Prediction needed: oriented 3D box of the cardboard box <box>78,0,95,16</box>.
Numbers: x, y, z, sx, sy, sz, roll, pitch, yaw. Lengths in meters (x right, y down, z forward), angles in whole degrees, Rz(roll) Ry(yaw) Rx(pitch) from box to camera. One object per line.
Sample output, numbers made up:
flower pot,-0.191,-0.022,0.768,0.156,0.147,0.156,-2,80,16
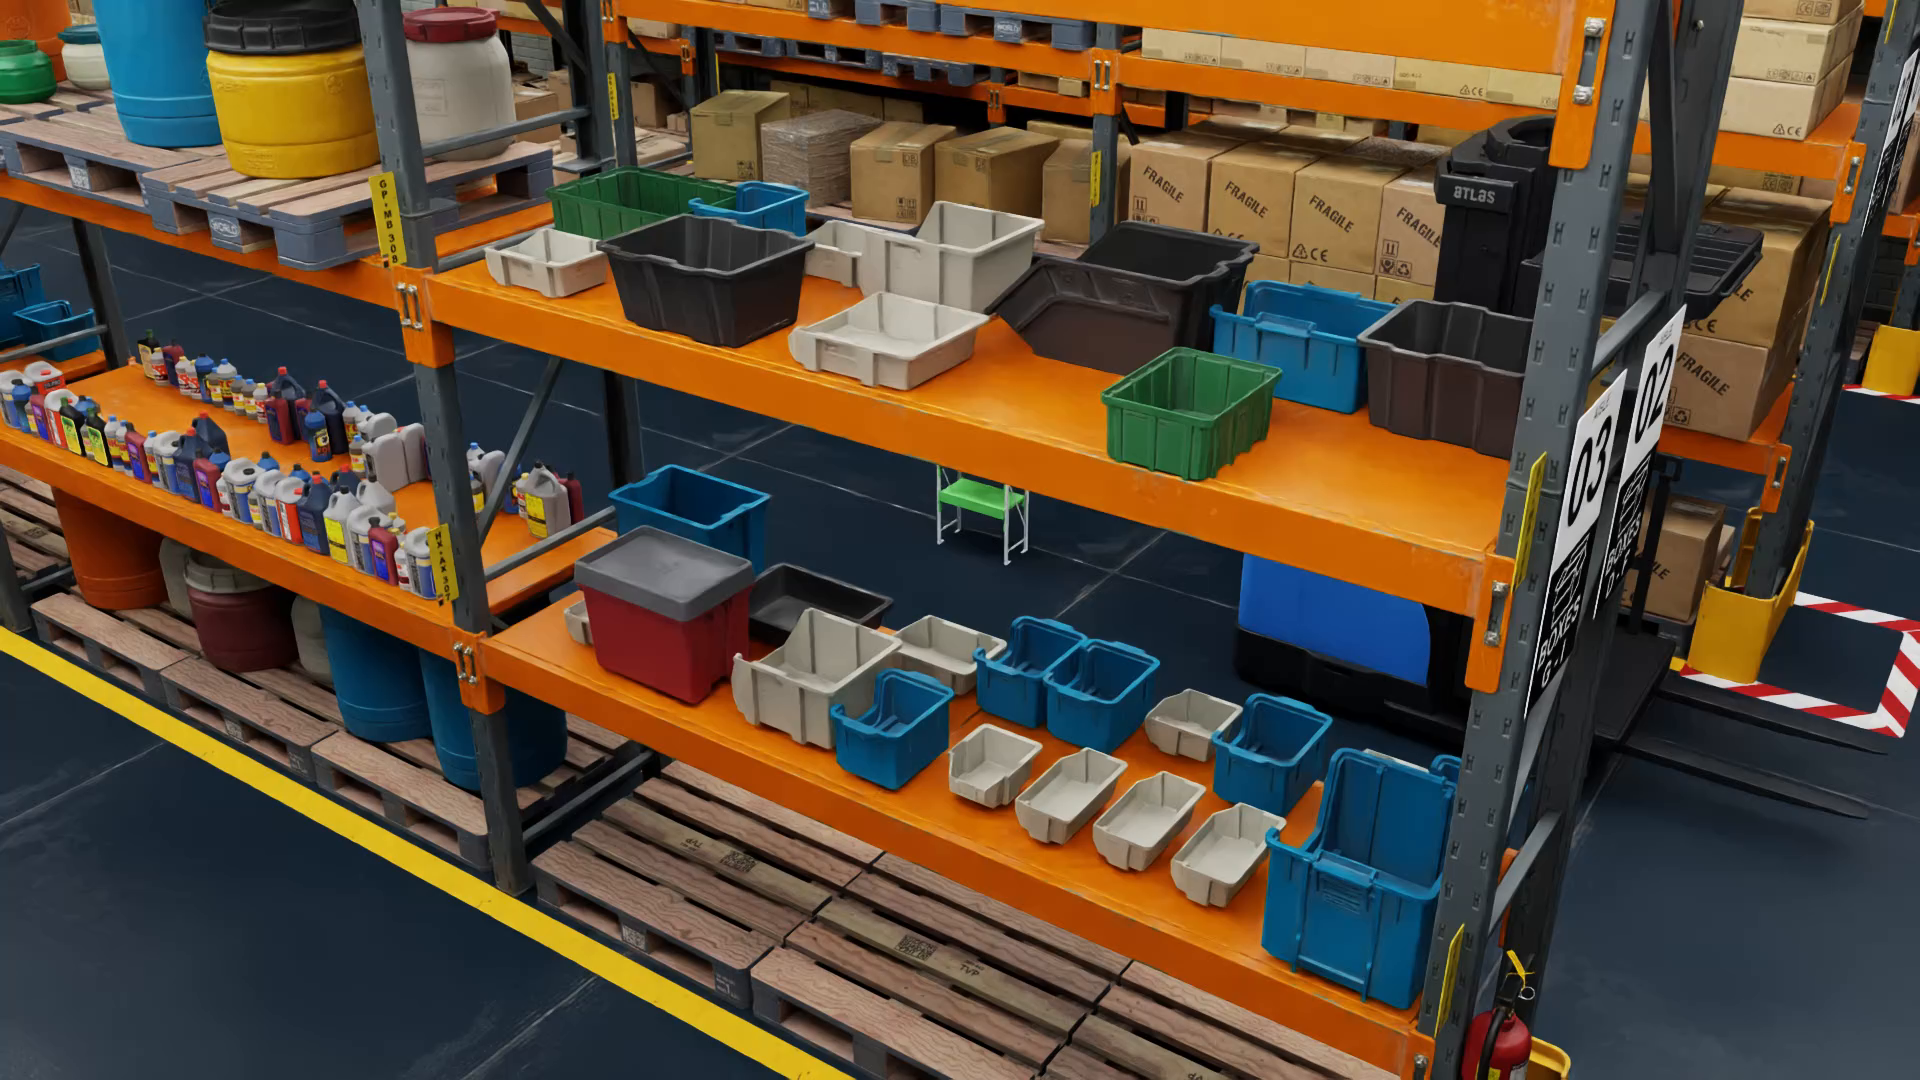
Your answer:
cardboard box,-7.917,-5.269,15.755,0.500,0.500,0.700,16,31,29

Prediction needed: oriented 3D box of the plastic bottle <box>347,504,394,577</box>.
plastic bottle,-2.500,-0.004,7.087,0.135,0.276,0.152,17,32,30

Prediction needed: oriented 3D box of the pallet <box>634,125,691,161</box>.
pallet,-3.250,-4.659,19.173,1.213,0.211,1.003,17,32,30

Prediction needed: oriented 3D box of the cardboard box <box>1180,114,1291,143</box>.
cardboard box,1.680,-2.293,10.235,0.500,0.500,0.500,17,32,31

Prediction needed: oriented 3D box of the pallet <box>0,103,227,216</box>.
pallet,-3.329,-1.692,7.169,1.213,0.211,1.003,17,32,30

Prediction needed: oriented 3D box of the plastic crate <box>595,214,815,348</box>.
plastic crate,-0.822,-0.842,5.434,0.590,0.269,0.497,17,32,30

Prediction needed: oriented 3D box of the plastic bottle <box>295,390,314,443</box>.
plastic bottle,-3.243,-0.618,8.285,0.133,0.283,0.061,17,32,30

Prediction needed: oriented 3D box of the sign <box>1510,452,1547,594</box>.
sign,1.308,-0.038,3.826,0.005,0.325,0.100,17,32,30

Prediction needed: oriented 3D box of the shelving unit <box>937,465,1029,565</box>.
shelving unit,0.136,-0.492,9.894,0.503,1.200,0.258,17,32,30

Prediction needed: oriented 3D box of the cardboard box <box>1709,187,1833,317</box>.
cardboard box,4.197,-1.511,8.700,0.500,0.500,0.500,18,32,32

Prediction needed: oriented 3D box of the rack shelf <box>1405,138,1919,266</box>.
rack shelf,5.567,-2.854,13.345,4.000,0.370,1.077,17,32,30

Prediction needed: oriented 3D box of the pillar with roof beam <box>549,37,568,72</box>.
pillar with roof beam,-7.344,-7.978,16.005,0.400,9.000,9.100,17,32,30

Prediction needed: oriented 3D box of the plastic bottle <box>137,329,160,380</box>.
plastic bottle,-4.413,-1.016,9.067,0.133,0.283,0.061,17,32,30

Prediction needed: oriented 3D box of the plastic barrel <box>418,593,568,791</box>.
plastic barrel,-2.130,0.617,7.581,0.708,0.901,0.600,17,32,30

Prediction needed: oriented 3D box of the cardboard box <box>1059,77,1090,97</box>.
cardboard box,1.135,-4.274,15.596,0.250,0.149,0.380,18,32,32

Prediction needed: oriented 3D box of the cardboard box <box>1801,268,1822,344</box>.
cardboard box,6.582,-1.877,12.924,0.500,0.500,0.700,17,32,30

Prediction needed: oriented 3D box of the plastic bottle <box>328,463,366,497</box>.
plastic bottle,-2.705,-0.178,7.347,0.185,0.351,0.144,17,32,30

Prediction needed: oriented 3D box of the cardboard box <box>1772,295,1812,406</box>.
cardboard box,4.197,-1.066,8.926,0.500,0.500,0.500,18,32,31

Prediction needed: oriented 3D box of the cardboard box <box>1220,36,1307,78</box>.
cardboard box,1.787,-2.758,9.221,0.500,0.250,0.500,17,32,30

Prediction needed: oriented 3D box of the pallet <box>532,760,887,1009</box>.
pallet,-1.063,1.432,7.203,1.213,0.211,1.003,17,32,30

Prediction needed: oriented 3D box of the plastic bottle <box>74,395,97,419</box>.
plastic bottle,-4.319,-0.587,8.237,0.097,0.271,0.097,0,27,0

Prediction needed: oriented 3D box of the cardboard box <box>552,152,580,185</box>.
cardboard box,-3.078,-2.878,12.876,0.250,0.149,0.380,17,32,30

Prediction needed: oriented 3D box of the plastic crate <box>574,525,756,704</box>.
plastic crate,-1.097,0.283,6.250,0.583,0.464,0.402,17,32,30

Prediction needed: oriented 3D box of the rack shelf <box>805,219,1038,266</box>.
rack shelf,-0.532,-2.029,11.722,4.000,0.370,1.077,17,32,30

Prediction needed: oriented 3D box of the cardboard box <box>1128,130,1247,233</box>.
cardboard box,1.346,-2.100,9.856,0.500,0.500,0.500,18,32,32

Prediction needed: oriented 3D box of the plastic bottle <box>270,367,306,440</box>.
plastic bottle,-3.364,-0.696,8.364,0.185,0.351,0.144,17,32,30

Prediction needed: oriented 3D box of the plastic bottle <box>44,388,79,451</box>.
plastic bottle,-4.433,-0.606,8.270,0.135,0.276,0.152,17,32,30

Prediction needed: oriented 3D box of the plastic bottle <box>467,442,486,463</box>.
plastic bottle,-2.239,-0.323,7.719,0.097,0.271,0.097,0,27,0

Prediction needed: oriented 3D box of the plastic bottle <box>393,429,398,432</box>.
plastic bottle,-2.700,-0.435,8.017,0.097,0.201,0.097,0,27,0

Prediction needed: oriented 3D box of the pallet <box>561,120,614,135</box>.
pallet,-4.260,-4.972,19.788,1.213,0.211,1.003,17,32,30

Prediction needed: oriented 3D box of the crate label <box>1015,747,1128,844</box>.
crate label,0.357,0.849,5.499,0.243,0.136,0.396,17,32,30

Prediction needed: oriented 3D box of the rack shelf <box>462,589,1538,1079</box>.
rack shelf,-0.043,0.849,6.067,4.000,0.370,1.077,17,32,30

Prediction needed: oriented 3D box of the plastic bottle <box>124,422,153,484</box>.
plastic bottle,-3.888,-0.414,7.885,0.133,0.283,0.061,17,32,30

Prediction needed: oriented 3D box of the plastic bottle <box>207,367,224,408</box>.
plastic bottle,-3.898,-0.808,8.750,0.097,0.201,0.097,0,27,0

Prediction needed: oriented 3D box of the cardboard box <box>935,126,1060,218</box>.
cardboard box,0.250,-2.426,11.136,0.500,0.500,0.700,23,35,38

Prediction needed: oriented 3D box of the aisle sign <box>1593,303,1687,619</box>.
aisle sign,1.834,-0.209,4.487,0.004,0.787,0.394,17,32,30

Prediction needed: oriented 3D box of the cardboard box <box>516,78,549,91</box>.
cardboard box,-4.984,-5.410,20.053,0.500,0.311,0.500,20,33,34

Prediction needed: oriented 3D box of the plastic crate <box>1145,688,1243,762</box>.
plastic crate,0.812,0.659,5.872,0.298,0.136,0.250,17,32,30

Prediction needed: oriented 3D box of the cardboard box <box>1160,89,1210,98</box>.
cardboard box,2.145,-4.285,14.902,0.500,0.500,0.500,18,32,32

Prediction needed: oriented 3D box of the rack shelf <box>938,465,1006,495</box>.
rack shelf,0.136,-0.435,9.923,0.480,0.148,0.258,17,32,30

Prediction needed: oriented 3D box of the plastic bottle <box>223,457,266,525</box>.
plastic bottle,-3.218,-0.227,7.526,0.135,0.276,0.152,17,32,30

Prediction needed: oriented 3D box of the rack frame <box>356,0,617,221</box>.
rack frame,-1.691,-2.658,5.552,0.127,3.000,1.000,17,32,30

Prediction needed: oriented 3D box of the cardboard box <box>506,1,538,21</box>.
cardboard box,-4.898,-6.207,19.283,0.500,0.250,0.500,17,31,30

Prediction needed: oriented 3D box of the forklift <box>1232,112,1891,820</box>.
forklift,2.946,-0.390,7.784,3.031,2.935,1.130,17,32,30

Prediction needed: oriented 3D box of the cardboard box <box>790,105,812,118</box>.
cardboard box,-1.606,-4.528,18.112,0.500,0.500,0.700,17,31,29

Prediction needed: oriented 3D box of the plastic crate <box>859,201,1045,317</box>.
plastic crate,-0.046,-0.926,5.586,0.530,0.282,0.437,17,32,30

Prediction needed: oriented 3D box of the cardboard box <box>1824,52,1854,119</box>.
cardboard box,4.134,-2.305,8.331,0.500,0.250,0.500,17,32,30

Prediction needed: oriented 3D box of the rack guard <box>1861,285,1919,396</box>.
rack guard,7.235,-1.541,12.727,0.348,0.500,1.175,17,32,30

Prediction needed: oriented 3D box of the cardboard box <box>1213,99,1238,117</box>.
cardboard box,2.457,-3.909,14.879,0.250,0.149,0.380,16,31,29

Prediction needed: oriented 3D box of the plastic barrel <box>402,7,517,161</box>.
plastic barrel,-1.983,-1.798,6.556,0.433,0.535,0.433,0,27,0

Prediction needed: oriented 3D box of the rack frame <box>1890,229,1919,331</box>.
rack frame,7.215,-2.661,12.172,0.127,3.000,1.000,17,32,30
